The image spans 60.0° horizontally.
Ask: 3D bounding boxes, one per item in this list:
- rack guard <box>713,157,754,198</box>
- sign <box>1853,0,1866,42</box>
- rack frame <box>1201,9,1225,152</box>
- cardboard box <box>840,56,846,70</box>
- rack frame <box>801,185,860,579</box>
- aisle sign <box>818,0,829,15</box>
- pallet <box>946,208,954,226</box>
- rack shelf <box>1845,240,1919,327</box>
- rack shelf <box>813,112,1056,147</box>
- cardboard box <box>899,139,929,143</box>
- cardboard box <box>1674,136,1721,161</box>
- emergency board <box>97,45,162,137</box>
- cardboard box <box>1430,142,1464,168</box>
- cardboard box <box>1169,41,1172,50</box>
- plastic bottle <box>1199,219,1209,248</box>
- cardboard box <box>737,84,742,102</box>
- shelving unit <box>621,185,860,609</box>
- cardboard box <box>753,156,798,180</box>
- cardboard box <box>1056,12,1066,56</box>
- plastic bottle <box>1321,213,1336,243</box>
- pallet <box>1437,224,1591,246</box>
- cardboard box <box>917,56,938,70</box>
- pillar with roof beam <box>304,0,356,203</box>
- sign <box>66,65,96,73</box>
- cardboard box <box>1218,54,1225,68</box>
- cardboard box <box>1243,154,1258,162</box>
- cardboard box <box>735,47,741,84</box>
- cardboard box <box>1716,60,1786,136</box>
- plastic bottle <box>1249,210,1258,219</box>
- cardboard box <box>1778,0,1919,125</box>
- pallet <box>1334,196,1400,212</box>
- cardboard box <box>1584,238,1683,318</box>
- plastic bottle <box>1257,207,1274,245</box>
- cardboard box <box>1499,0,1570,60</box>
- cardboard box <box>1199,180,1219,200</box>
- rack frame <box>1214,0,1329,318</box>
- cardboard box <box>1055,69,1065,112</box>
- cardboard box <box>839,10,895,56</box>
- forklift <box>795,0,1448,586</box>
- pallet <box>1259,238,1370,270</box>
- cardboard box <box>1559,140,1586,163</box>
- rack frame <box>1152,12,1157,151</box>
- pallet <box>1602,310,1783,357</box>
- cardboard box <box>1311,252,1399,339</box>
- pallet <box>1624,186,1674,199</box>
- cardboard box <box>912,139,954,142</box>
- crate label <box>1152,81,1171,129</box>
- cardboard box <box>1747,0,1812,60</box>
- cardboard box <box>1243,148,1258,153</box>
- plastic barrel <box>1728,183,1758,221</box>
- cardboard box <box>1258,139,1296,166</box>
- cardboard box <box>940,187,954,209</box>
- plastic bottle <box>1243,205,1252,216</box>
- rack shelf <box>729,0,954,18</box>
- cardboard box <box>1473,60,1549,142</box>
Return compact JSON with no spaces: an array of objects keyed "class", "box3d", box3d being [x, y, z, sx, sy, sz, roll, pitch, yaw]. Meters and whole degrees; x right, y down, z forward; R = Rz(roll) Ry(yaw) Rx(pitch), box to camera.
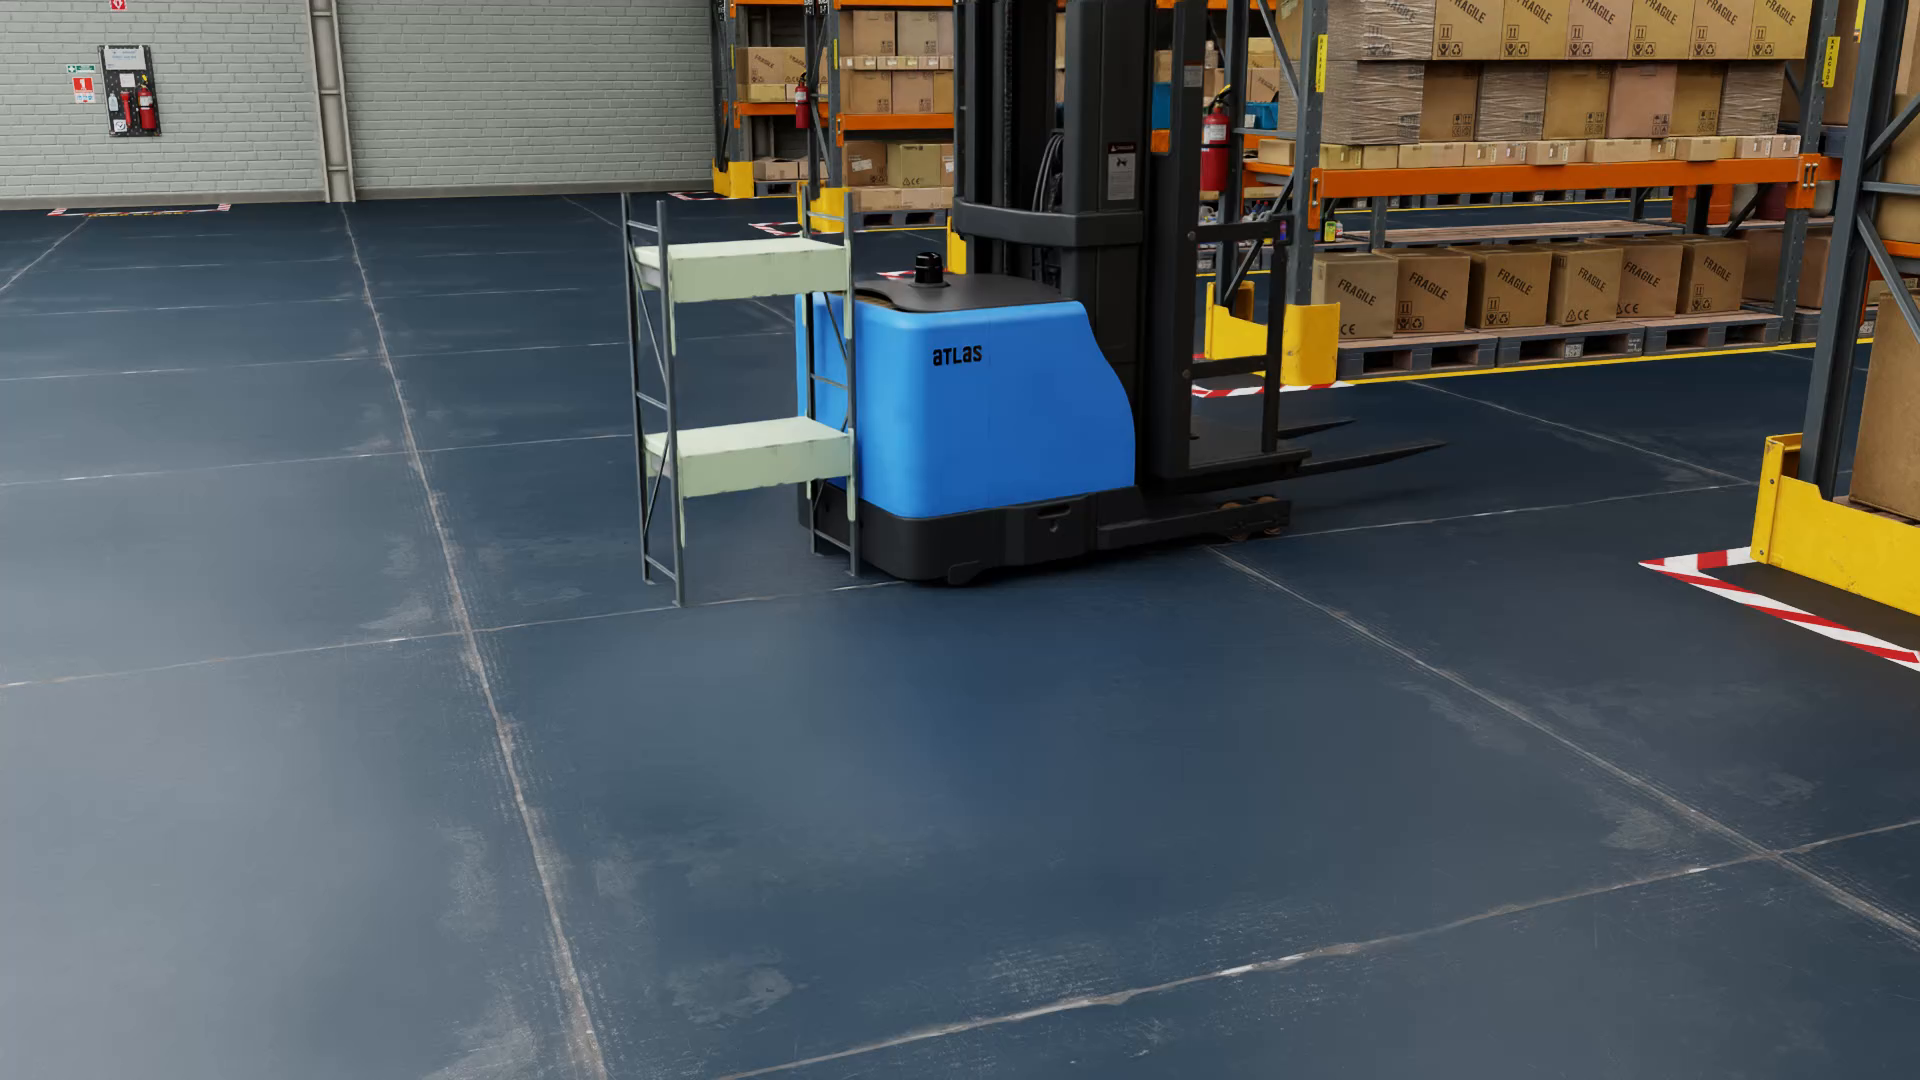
[{"class":"rack guard","box3d":[-3.298,-5.274,24.169,0.348,0.500,1.175,-6,17,-20]},{"class":"sign","box3d":[3.447,-2.054,6.293,0.005,0.325,0.100,-6,17,-20]},{"class":"rack frame","box3d":[4.101,-7.272,26.537,0.127,3.000,1.000,-6,17,-20]},{"class":"cardboard box","box3d":[-1.305,-5.610,19.550,0.250,0.149,0.380,-6,18,-21]},{"class":"rack frame","box3d":[-0.507,-0.615,6.532,0.023,1.500,0.400,-9,19,-29]},{"class":"aisle sign","box3d":[-1.545,-6.322,18.690,0.004,0.787,0.394,-6,17,-20]},{"class":"pallet","box3d":[0.243,-4.034,20.462,1.213,0.211,1.003,-6,17,-20]},{"class":"rack shelf","box3d":[5.496,-1.097,6.786,4.000,0.370,1.077,-6,17,-20]},{"class":"rack shelf","box3d":[0.274,-5.019,20.142,4.000,0.370,1.077,-6,17,-20]},{"class":"cardboard box","box3d":[-0.589,-5.765,25.062,0.500,0.500,0.500,-8,18,-24]},{"class":"cardboard box","box3d":[4.902,-2.653,11.253,0.250,0.149,0.380,-6,17,-20]},{"class":"emergency board","box3d":[-10.949,-5.919,21.932,0.643,1.169,0.194,-6,17,-20]},{"class":"cardboard box","box3d":[3.005,-2.473,10.642,0.250,0.149,0.380,-6,17,-20]},{"class":"cardboard box","box3d":[3.494,-7.763,26.101,0.250,0.149,0.380,-9,19,-29]},{"class":"plastic bottle","box3d":[2.300,-2.896,15.698,0.097,0.271,0.097,0,16,0]},{"class":"cardboard box","box3d":[-3.002,-6.501,24.143,0.500,0.250,0.500,-6,17,-19]},{"class":"shelving unit","box3d":[-0.823,-0.563,6.353,0.755,1.500,0.431,-9,19,-29]},{"class":"cardboard box","box3d":[-2.691,-5.432,24.264,0.500,0.311,0.500,-8,18,-26]},{"class":"cardboard box","box3d":[1.258,-6.138,20.197,0.500,0.500,0.700,-6,17,-20]},{"class":"plastic bottle","box3d":[3.580,-3.034,16.148,0.133,0.283,0.061,-5,17,-17]},{"class":"pallet","box3d":[5.771,-3.137,17.408,1.213,0.211,1.003,-6,17,-20]},{"class":"cardboard box","box3d":[-0.434,-5.581,19.452,0.250,0.149,0.380,-6,18,-21]},{"class":"pillar with roof beam","box3d":[-7.088,-7.904,18.044,0.400,9.000,9.100,-6,17,-20]},{"class":"sign","box3d":[-11.495,-6.160,21.748,0.331,0.109,0.001,-6,17,-20]},{"class":"cardboard box","box3d":[4.448,-7.589,26.877,0.500,0.500,0.500,-6,17,-20]},{"class":"cardboard box","box3d":[3.569,-4.795,21.241,0.500,0.311,0.500,-7,18,-22]},{"class":"cardboard box","box3d":[-3.005,-6.866,24.056,0.500,0.500,0.500,-6,18,-21]},{"class":"cardboard box","box3d":[5.241,-3.120,11.695,0.500,0.500,0.875,-6,17,-20]},{"class":"plastic bottle","box3d":[2.916,-3.145,16.547,0.097,0.271,0.097,0,16,0]},{"class":"cardboard box","box3d":[6.475,-3.491,11.854,1.000,1.000,1.000,-6,17,-20]},{"class":"pallet","box3d":[5.094,-4.558,22.246,1.213,0.211,1.003,-6,17,-20]},{"class":"cardboard box","box3d":[4.763,-1.871,11.838,0.500,0.500,0.500,-1,16,-2]},{"class":"plastic bottle","box3d":[2.932,-3.009,15.943,0.185,0.351,0.144,-6,17,-20]},{"class":"cardboard box","box3d":[3.495,-3.309,10.563,0.500,0.500,0.500,-6,17,-20]},{"class":"cardboard box","box3d":[3.085,-4.474,21.146,0.500,0.250,0.500,-6,17,-19]},{"class":"rack frame","box3d":[1.948,-2.555,10.477,0.127,3.000,1.000,-6,17,-20]},{"class":"cardboard box","box3d":[1.240,-5.512,20.368,0.500,0.500,0.700,-6,18,-21]},{"class":"cardboard box","box3d":[-1.103,-5.882,19.324,0.500,0.500,0.700,-6,17,-20]},{"class":"forklift","box3d":[0.839,-1.516,7.060,3.031,2.935,1.130,-9,19,-29]},{"class":"pallet","box3d":[3.269,-2.867,16.487,1.213,0.211,1.003,-6,17,-20]},{"class":"cardboard box","box3d":[3.921,-2.587,11.029,0.250,0.149,0.380,-6,17,-20]},{"class":"rack frame","box3d":[2.142,-5.566,20.727,0.127,3.000,1.000,-6,17,-20]},{"class":"pallet","box3d":[5.069,-1.544,11.981,1.213,0.211,1.003,-6,17,-20]},{"class":"cardboard box","box3d":[2.537,-1.616,10.969,0.500,0.500,0.500,-3,17,-10]},{"class":"pallet","box3d":[10.254,-5.103,24.101,1.213,0.211,1.003,-6,17,-20]},{"class":"cardboard box","box3d":[-0.270,-4.641,20.383,0.500,0.500,0.500,-6,17,-20]},{"class":"crate label","box3d":[1.798,-4.132,15.784,0.616,0.435,0.502,-6,17,-20]},{"class":"cardboard box","box3d":[5.361,-3.511,11.252,0.500,0.500,0.500,-6,17,-20]},{"class":"cardboard box","box3d":[4.835,-6.481,26.916,0.750,0.750,0.750,-6,18,-21]},{"class":"plastic barrel","box3d":[8.592,-3.807,18.410,0.421,0.512,0.421,0,16,0]},{"class":"cardboard box","box3d":[2.140,-2.518,10.795,0.250,0.149,0.380,-6,17,-20]},{"class":"cardboard box","box3d":[-0.080,-4.142,20.013,0.500,0.250,0.500,-6,17,-20]},{"class":"plastic bottle","box3d":[2.832,-3.211,16.629,0.185,0.351,0.144,-7,18,-22]},{"class":"rack shelf","box3d":[-1.502,-7.761,24.156,4.000,0.370,1.077,-6,17,-20]},{"class":"cardboard box","box3d":[3.378,-2.915,10.997,0.500,0.500,0.875,-6,17,-20]}]
